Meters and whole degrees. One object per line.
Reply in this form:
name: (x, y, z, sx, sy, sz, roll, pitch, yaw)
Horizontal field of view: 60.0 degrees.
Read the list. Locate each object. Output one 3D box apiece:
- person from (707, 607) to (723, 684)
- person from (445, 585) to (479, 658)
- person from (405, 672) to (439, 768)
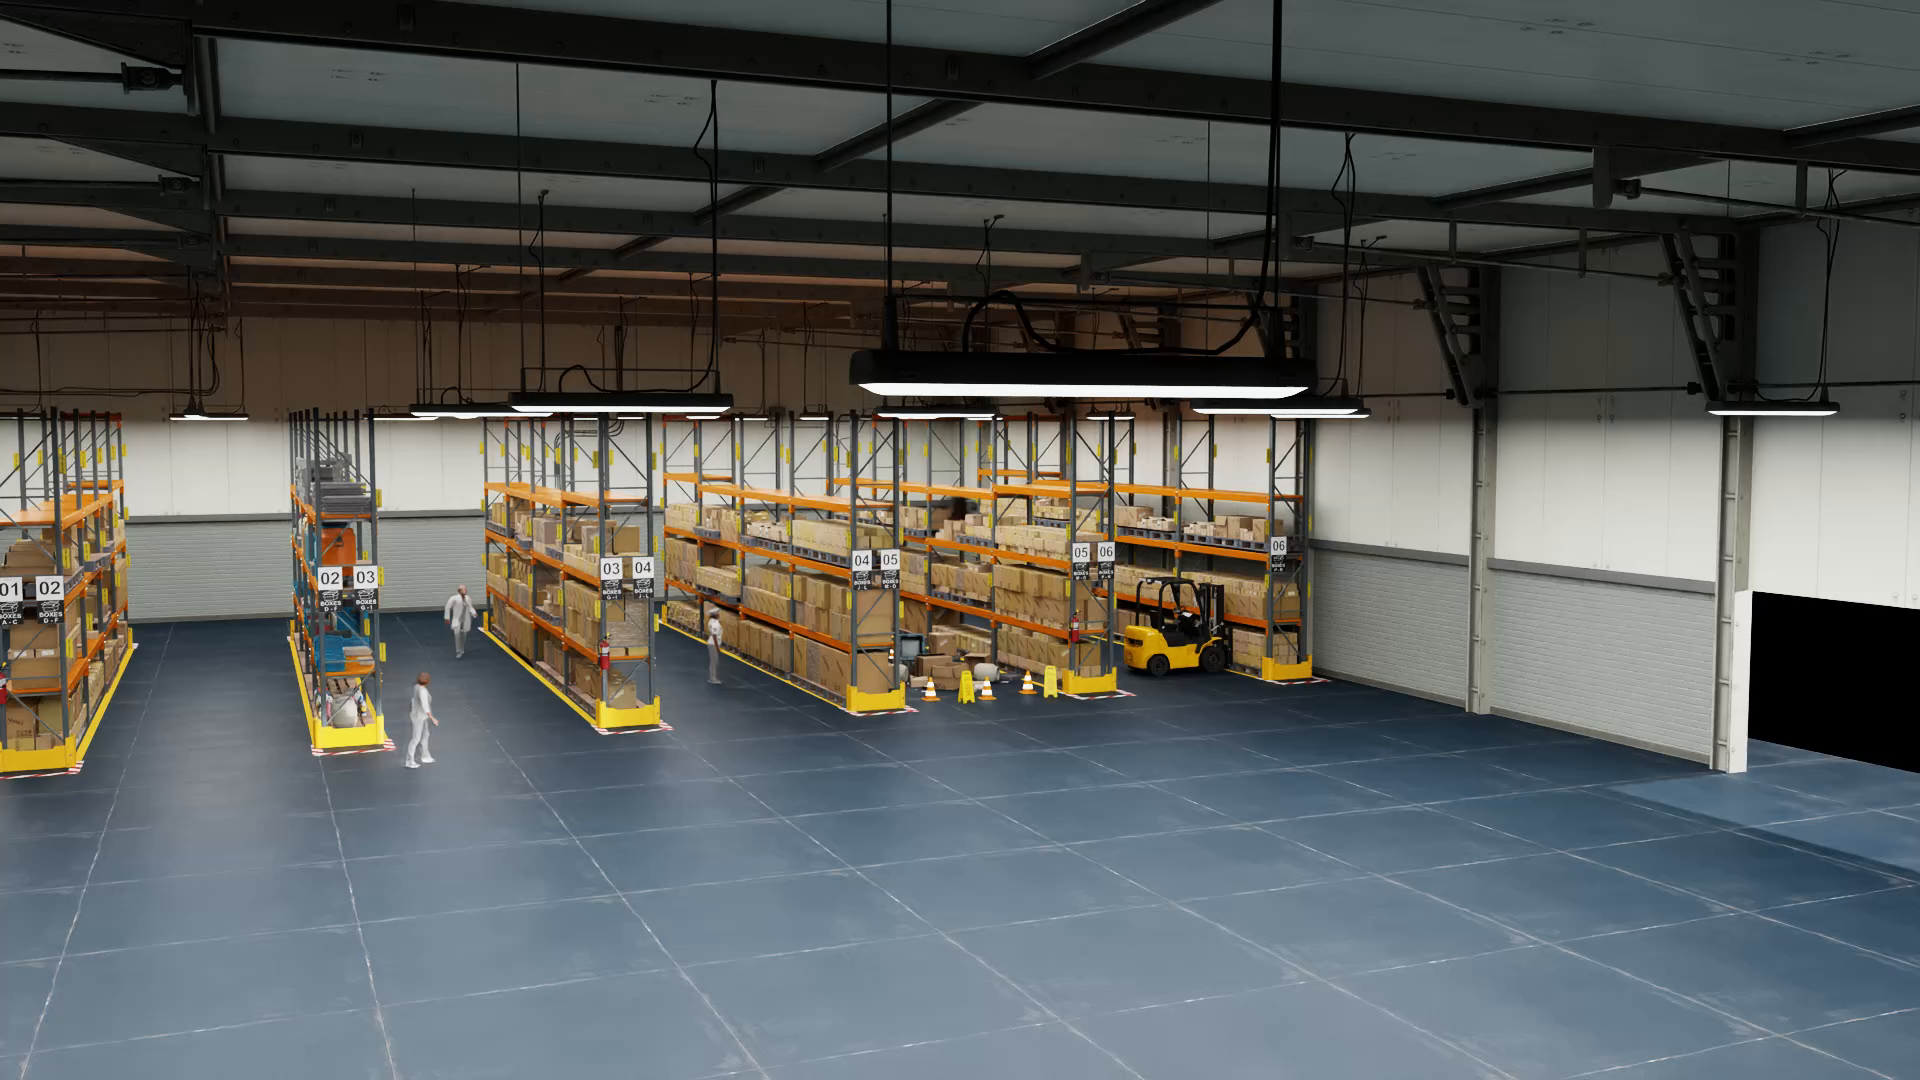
person: (-5.390, 2.319, 36.612, 0.371, 1.694, 0.504, 0, 4, -2)
person: (-12.302, 2.023, 41.018, 0.791, 1.814, 0.935, -2, 4, -22)
person: (-9.012, 3.006, 27.823, 0.548, 1.620, 0.558, -1, 4, -18)
